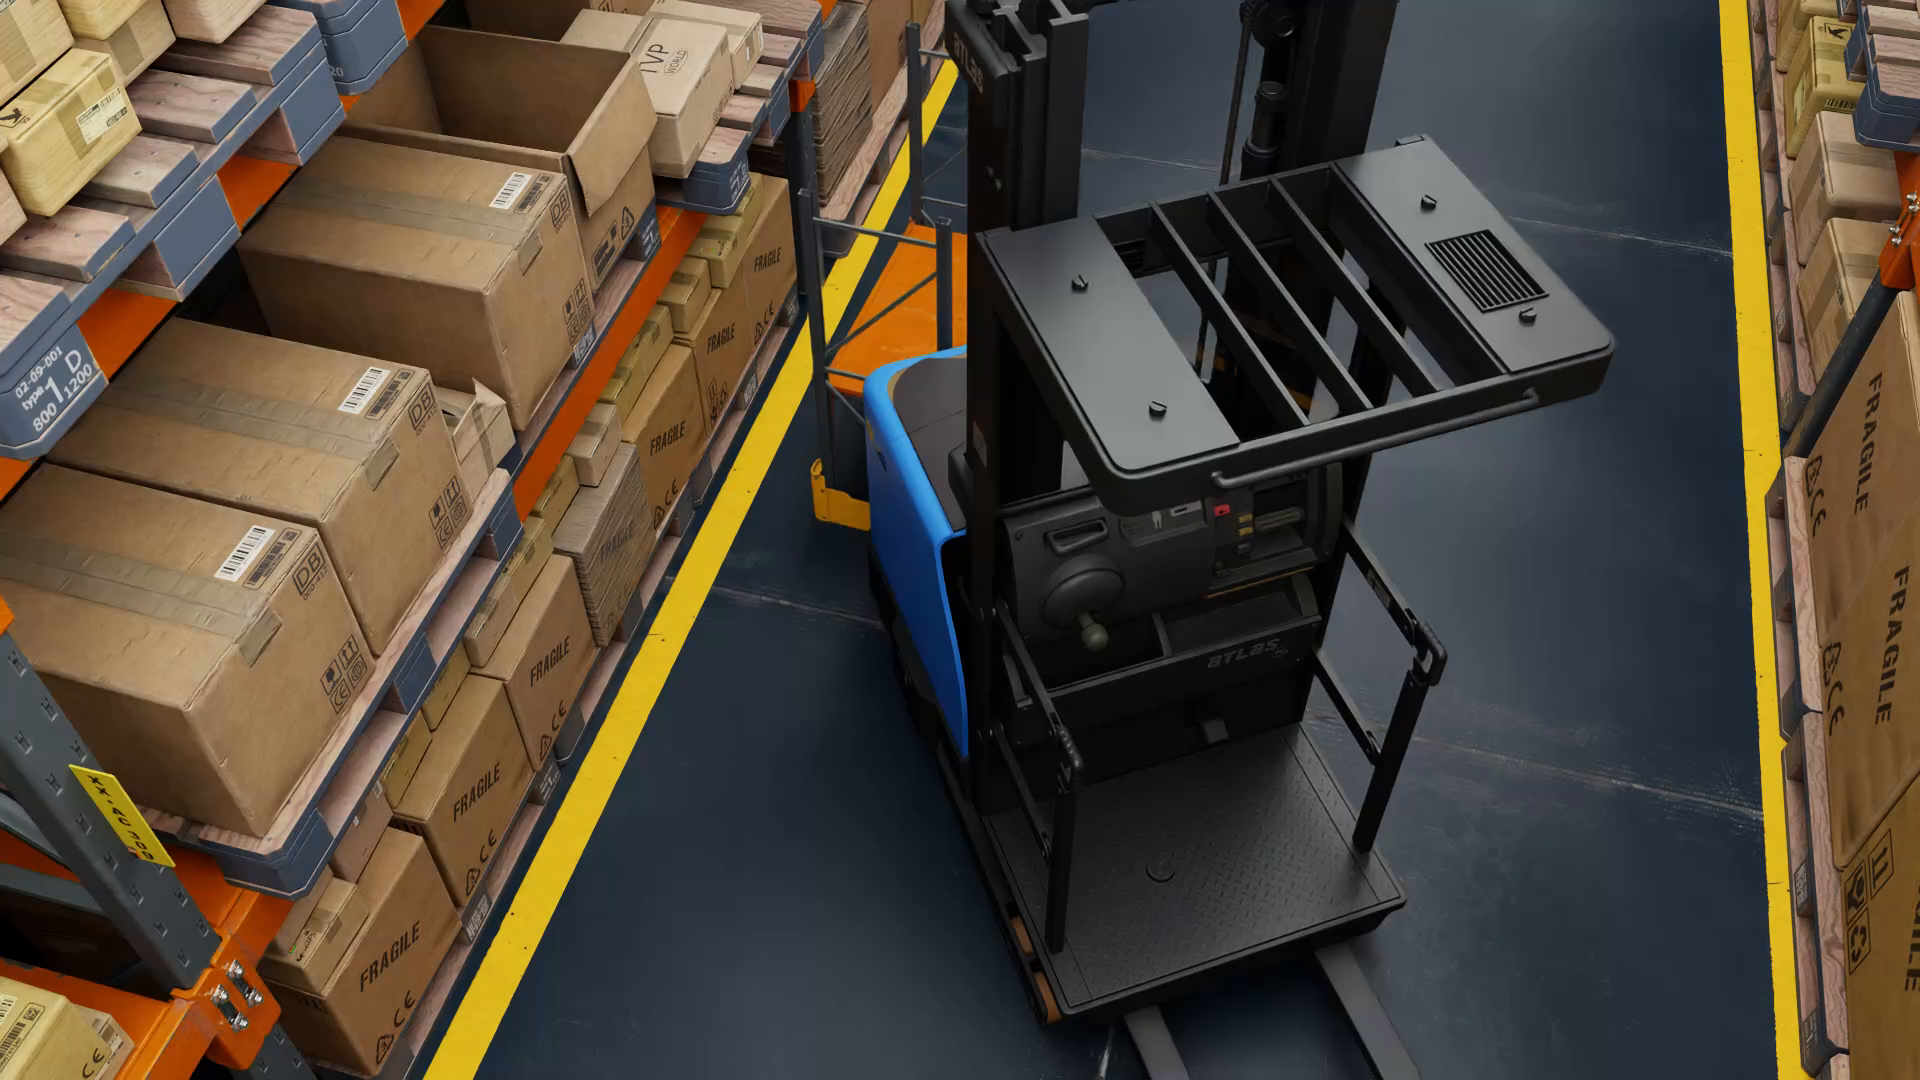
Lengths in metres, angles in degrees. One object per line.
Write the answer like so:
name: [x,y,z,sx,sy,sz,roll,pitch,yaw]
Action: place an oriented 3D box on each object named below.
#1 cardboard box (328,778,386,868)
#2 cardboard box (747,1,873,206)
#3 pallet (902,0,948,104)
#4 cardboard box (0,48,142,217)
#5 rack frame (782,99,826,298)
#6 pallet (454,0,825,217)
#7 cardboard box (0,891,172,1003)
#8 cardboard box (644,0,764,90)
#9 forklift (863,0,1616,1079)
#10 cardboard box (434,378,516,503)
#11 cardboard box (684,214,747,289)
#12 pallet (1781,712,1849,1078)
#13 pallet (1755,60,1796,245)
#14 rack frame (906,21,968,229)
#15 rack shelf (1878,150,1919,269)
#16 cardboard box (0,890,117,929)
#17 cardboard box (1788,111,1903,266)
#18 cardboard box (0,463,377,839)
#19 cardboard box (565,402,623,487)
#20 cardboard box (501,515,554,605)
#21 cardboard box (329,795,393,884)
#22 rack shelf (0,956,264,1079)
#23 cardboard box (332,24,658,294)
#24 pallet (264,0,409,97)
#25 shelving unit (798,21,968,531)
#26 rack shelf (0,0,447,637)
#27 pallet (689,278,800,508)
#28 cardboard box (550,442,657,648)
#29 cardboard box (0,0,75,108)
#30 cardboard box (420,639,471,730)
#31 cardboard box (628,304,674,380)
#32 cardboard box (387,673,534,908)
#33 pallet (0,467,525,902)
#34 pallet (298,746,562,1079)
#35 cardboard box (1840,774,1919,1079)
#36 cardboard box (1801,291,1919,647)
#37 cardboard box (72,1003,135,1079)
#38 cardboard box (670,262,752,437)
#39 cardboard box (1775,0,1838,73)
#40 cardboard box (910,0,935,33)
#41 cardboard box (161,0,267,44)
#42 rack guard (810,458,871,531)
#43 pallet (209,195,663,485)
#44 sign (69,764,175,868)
cardboard box: [-1.764,0.690,4.397,0.380,0.149,0.250,9,49,8]
cardboard box: [-0.907,-1.976,7.297,0.875,0.625,0.625,13,50,11]
pallet: [-0.507,-2.719,8.509,1.003,0.211,1.213,12,50,10]
cardboard box: [-1.573,-0.680,2.670,0.380,0.149,0.250,12,50,10]
rack frame: [-1.084,-2.174,6.168,1.000,3.000,0.127,12,50,10]
pallet: [-1.195,-1.607,5.795,1.213,0.211,1.003,12,50,10]
cardboard box: [-2.293,0.994,4.759,0.500,0.500,0.500,11,50,10]
cardboard box: [-0.887,-1.679,5.619,0.380,0.149,0.250,12,50,11]
forklift: [0.643,0.115,4.194,1.130,2.935,3.031,-15,50,-13]
cardboard box: [-1.401,-0.305,4.328,0.396,0.266,0.258,14,50,12]
cardboard box: [-1.012,-1.090,6.166,0.380,0.149,0.250,9,49,8]
pallet: [3.102,1.160,5.085,1.003,0.211,1.213,12,50,10]
pallet: [4.236,-1.719,7.627,1.003,0.211,1.213,12,50,10]
rack frame: [0.052,-1.263,6.365,0.500,1.500,0.032,14,50,12]
rack shelf: [4.232,-2.406,6.853,1.077,0.370,4.000,12,50,10]
cardboard box: [-2.318,0.870,4.436,0.380,0.149,0.250,10,49,9]
cardboard box: [4.050,-1.409,6.965,0.950,0.372,0.625,11,49,9]
cardboard box: [-1.794,0.241,3.690,0.700,0.500,0.500,13,50,11]
cardboard box: [-1.346,-0.340,5.504,0.380,0.149,0.250,9,49,8]
cardboard box: [-1.503,0.029,5.178,0.380,0.149,0.250,13,50,11]
cardboard box: [-1.788,0.770,4.524,0.380,0.149,0.250,10,49,9]
rack shelf: [-2.663,2.404,2.608,1.077,0.370,4.000,12,50,10]
cardboard box: [-1.335,-1.130,4.898,0.797,0.503,0.637,11,49,9]
pallet: [-1.628,-1.420,3.627,1.213,0.211,1.003,12,50,10]
shelving unit: [-0.110,-0.895,6.039,0.587,1.500,1.083,14,50,12]
rack shelf: [-1.611,-1.482,4.037,1.077,0.370,4.000,12,50,10]
pallet: [-1.317,-0.719,6.744,1.003,0.211,1.213,12,50,10]
cardboard box: [-1.384,-0.019,5.654,0.500,0.500,0.500,10,49,9]
cardboard box: [-1.634,-0.797,2.575,0.380,0.149,0.250,12,50,11]
cardboard box: [-1.672,0.381,4.867,0.380,0.149,0.250,11,49,9]
cardboard box: [-1.237,-0.726,5.845,0.380,0.149,0.250,13,50,11]
cardboard box: [-1.662,0.715,5.006,0.500,0.500,0.500,11,49,10]
pallet: [-1.821,0.226,4.178,1.003,0.211,1.213,12,50,10]
pallet: [-1.959,1.046,5.186,1.003,0.211,1.213,12,50,10]
cardboard box: [2.969,1.141,4.379,0.875,0.875,0.875,13,50,11]
cardboard box: [3.444,-0.150,5.519,0.875,0.875,0.875,11,50,10]
cardboard box: [-1.977,1.083,3.461,0.380,0.149,0.250,12,50,11]
cardboard box: [-1.130,-0.778,6.323,0.500,0.500,0.500,11,49,9]
cardboard box: [4.437,-2.459,7.893,0.950,0.372,0.625,14,50,12]
cardboard box: [-0.565,-2.937,8.145,0.875,0.625,0.625,10,49,8]
cardboard box: [-1.452,-1.049,2.995,0.380,0.149,0.250,12,50,11]
rack guard: [-0.266,-0.127,6.195,0.587,0.250,0.087,14,50,12]
pallet: [-1.592,-0.703,4.998,1.003,0.211,1.213,12,50,10]
sign: [-1.611,0.534,3.200,0.100,0.325,0.005,12,50,10]
